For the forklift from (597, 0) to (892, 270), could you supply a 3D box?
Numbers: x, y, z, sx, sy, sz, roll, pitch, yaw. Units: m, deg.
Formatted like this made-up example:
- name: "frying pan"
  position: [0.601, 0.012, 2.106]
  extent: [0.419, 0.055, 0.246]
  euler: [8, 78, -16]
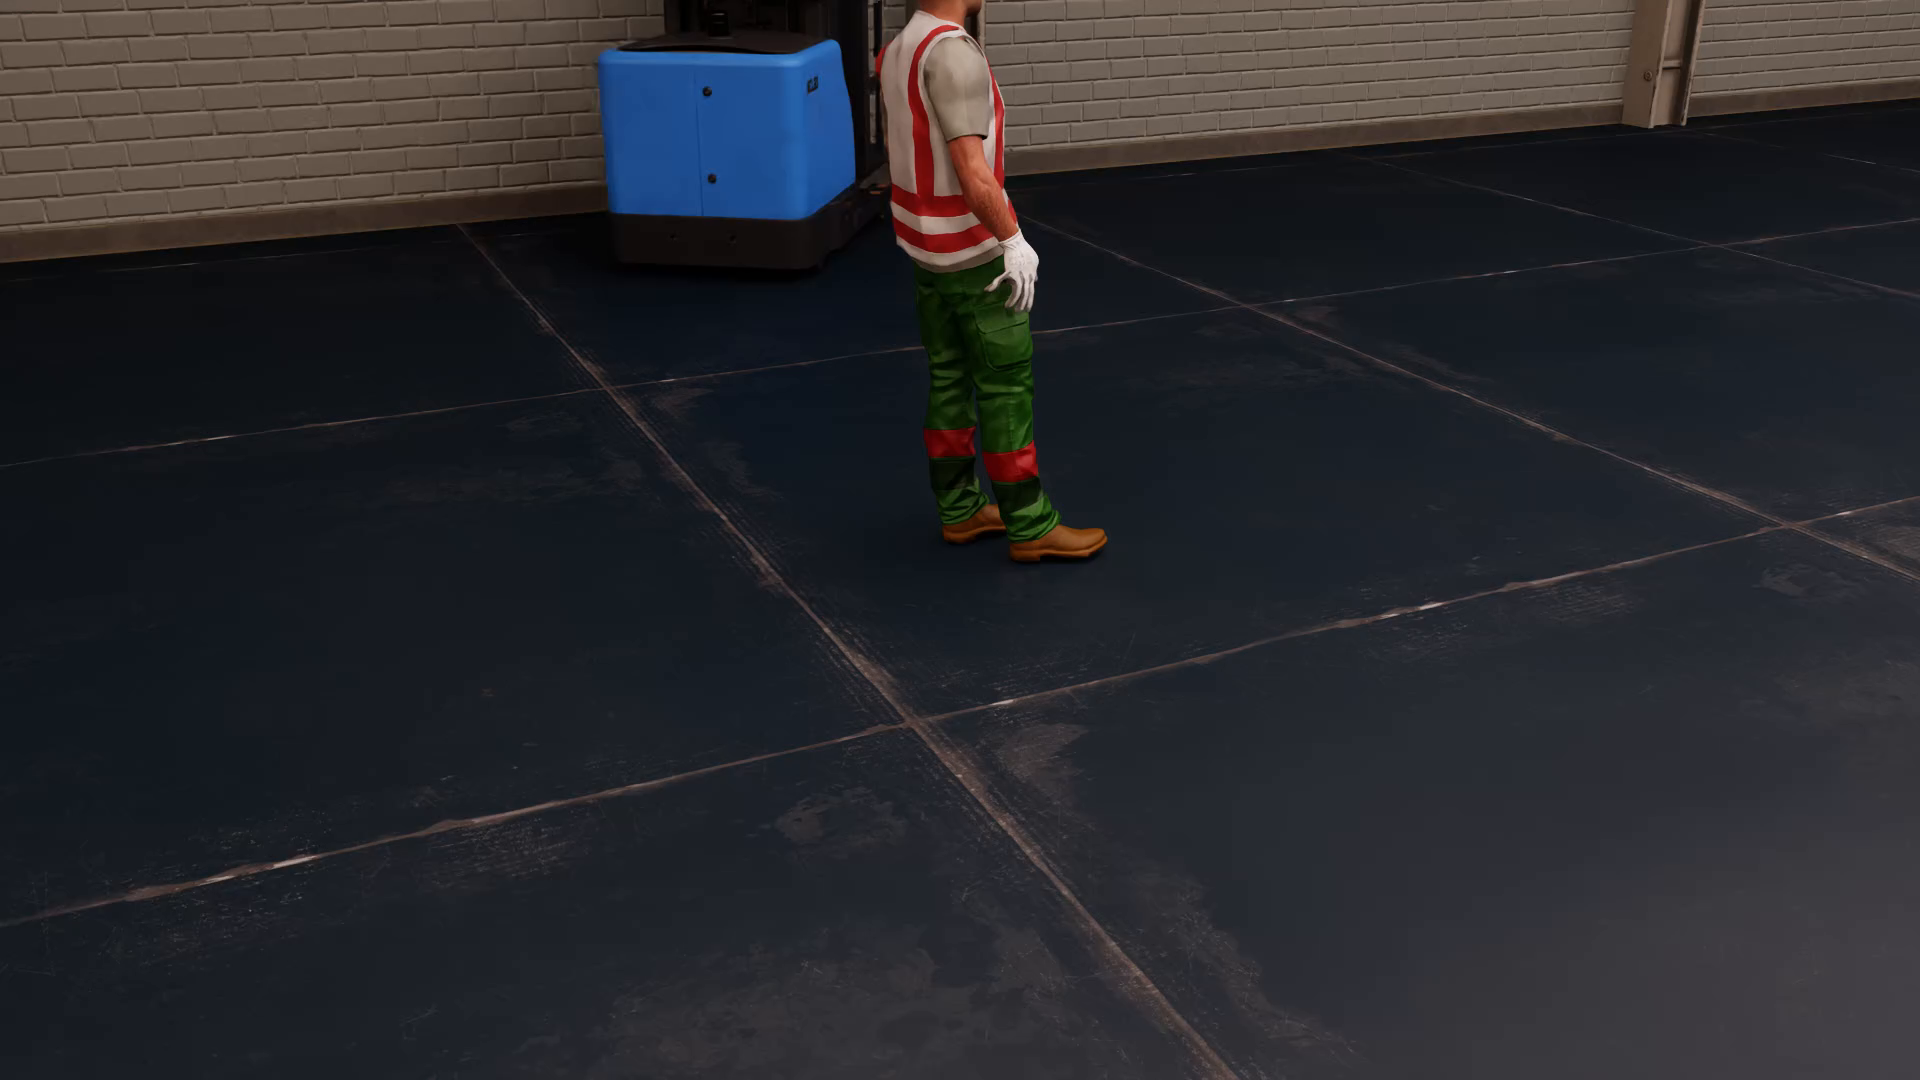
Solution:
- name: "forklift"
  position: [-0.989, -3.200, 8.990]
  extent: [1.130, 2.935, 3.031]
  euler: [4, 23, 9]

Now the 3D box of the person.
- name: "person"
  position: [0.078, -0.842, 4.782]
  extent: [0.564, 1.787, 0.637]
  euler: [-10, 25, -23]
